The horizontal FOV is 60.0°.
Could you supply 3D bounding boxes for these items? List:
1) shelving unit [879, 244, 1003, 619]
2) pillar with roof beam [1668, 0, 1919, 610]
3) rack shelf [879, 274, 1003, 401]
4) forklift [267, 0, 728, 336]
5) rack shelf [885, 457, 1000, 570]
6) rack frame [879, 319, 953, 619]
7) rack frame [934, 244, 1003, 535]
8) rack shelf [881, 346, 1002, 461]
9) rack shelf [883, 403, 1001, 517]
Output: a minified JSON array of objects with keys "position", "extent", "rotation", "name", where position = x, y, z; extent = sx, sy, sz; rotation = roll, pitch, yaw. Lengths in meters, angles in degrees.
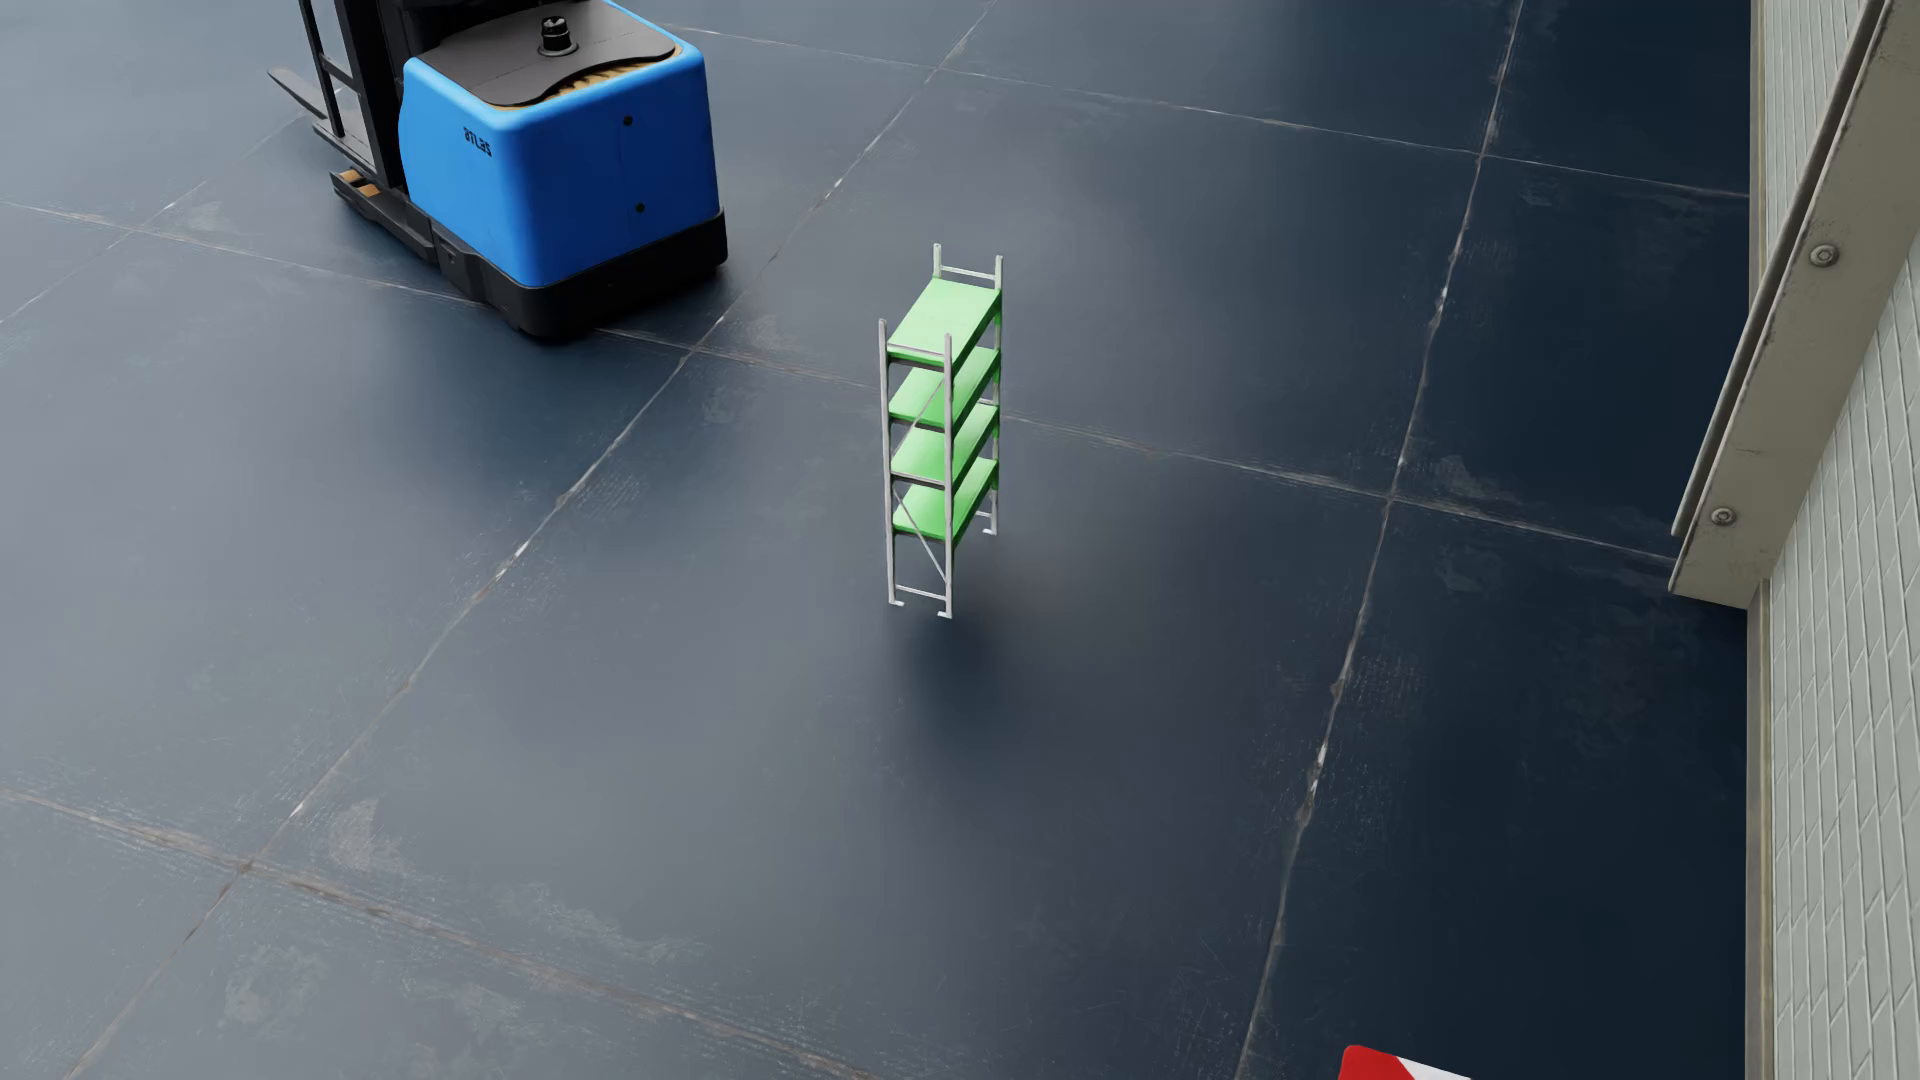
[{"position":[-0.057,-0.355,5.742],"extent":[0.258,1.200,0.503],"rotation":[13,42,15],"name":"shelving unit"},{"position":[-1.266,-4.276,4.329],"extent":[9.100,9.000,0.400],"rotation":[13,42,15],"name":"pillar with roof beam"},{"position":[-0.057,-0.672,5.472],"extent":[0.258,0.148,0.480],"rotation":[13,42,15],"name":"rack shelf"},{"position":[-2.427,-2.867,7.352],"extent":[1.130,2.935,3.031],"rotation":[-30,49,-31],"name":"forklift"},{"position":[-0.057,-0.124,5.939],"extent":[0.258,0.148,0.480],"rotation":[13,42,15],"name":"rack shelf"},{"position":[-0.140,-0.207,5.568],"extent":[0.240,1.200,0.015],"rotation":[13,42,15],"name":"rack frame"},{"position":[0.027,-0.504,5.917],"extent":[0.240,1.200,0.015],"rotation":[13,42,15],"name":"rack frame"},{"position":[-0.057,-0.489,5.628],"extent":[0.258,0.148,0.480],"rotation":[13,42,15],"name":"rack shelf"},{"position":[-0.057,-0.307,5.784],"extent":[0.258,0.148,0.480],"rotation":[13,42,15],"name":"rack shelf"}]
